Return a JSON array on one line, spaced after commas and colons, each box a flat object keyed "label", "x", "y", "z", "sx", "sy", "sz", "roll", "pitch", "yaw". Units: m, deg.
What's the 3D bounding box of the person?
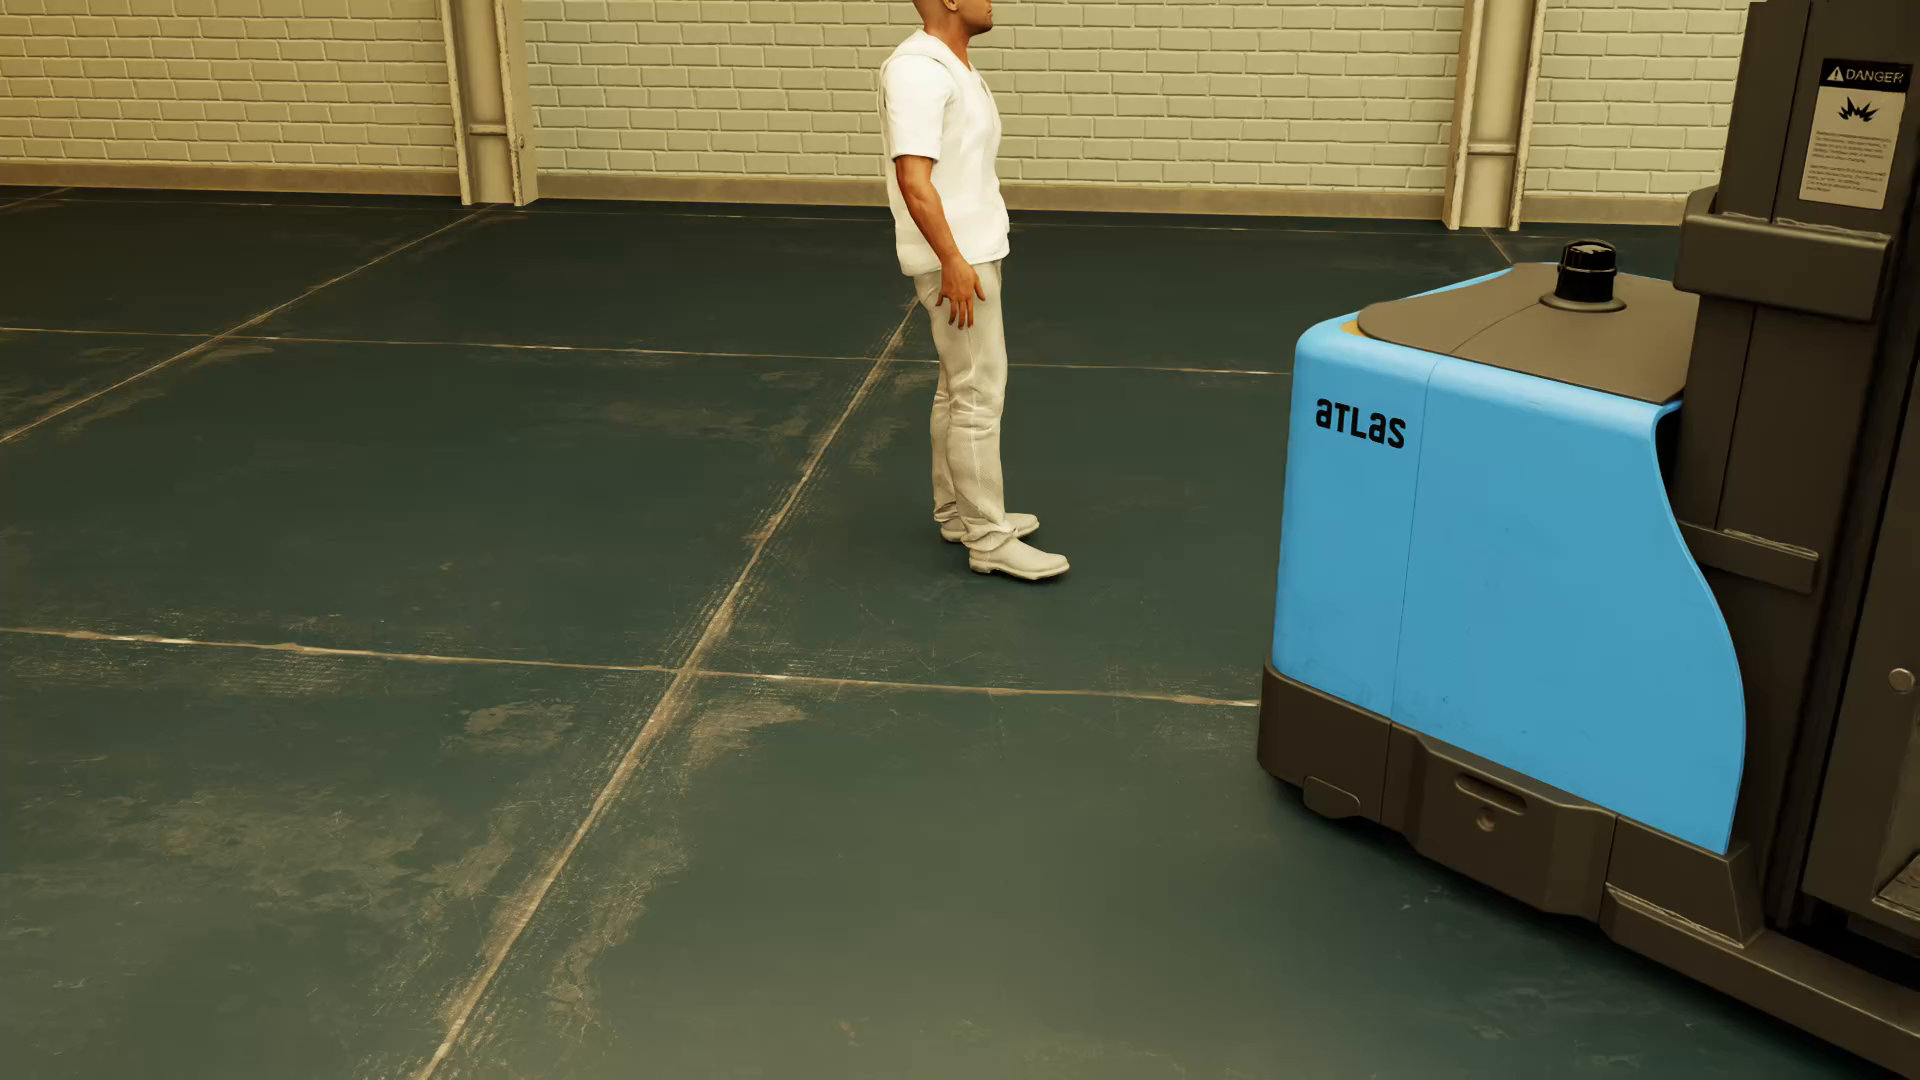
[{"label": "person", "x": 0.068, "y": -0.821, "z": 4.831, "sx": 0.577, "sy": 1.765, "sz": 0.666, "roll": 3, "pitch": 22, "yaw": 7}]

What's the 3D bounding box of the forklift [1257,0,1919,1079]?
[{"label": "forklift", "x": 2.037, "y": -0.514, "z": 2.530, "sx": 1.130, "sy": 2.935, "sz": 3.031, "roll": -19, "pitch": 29, "yaw": -39}]
